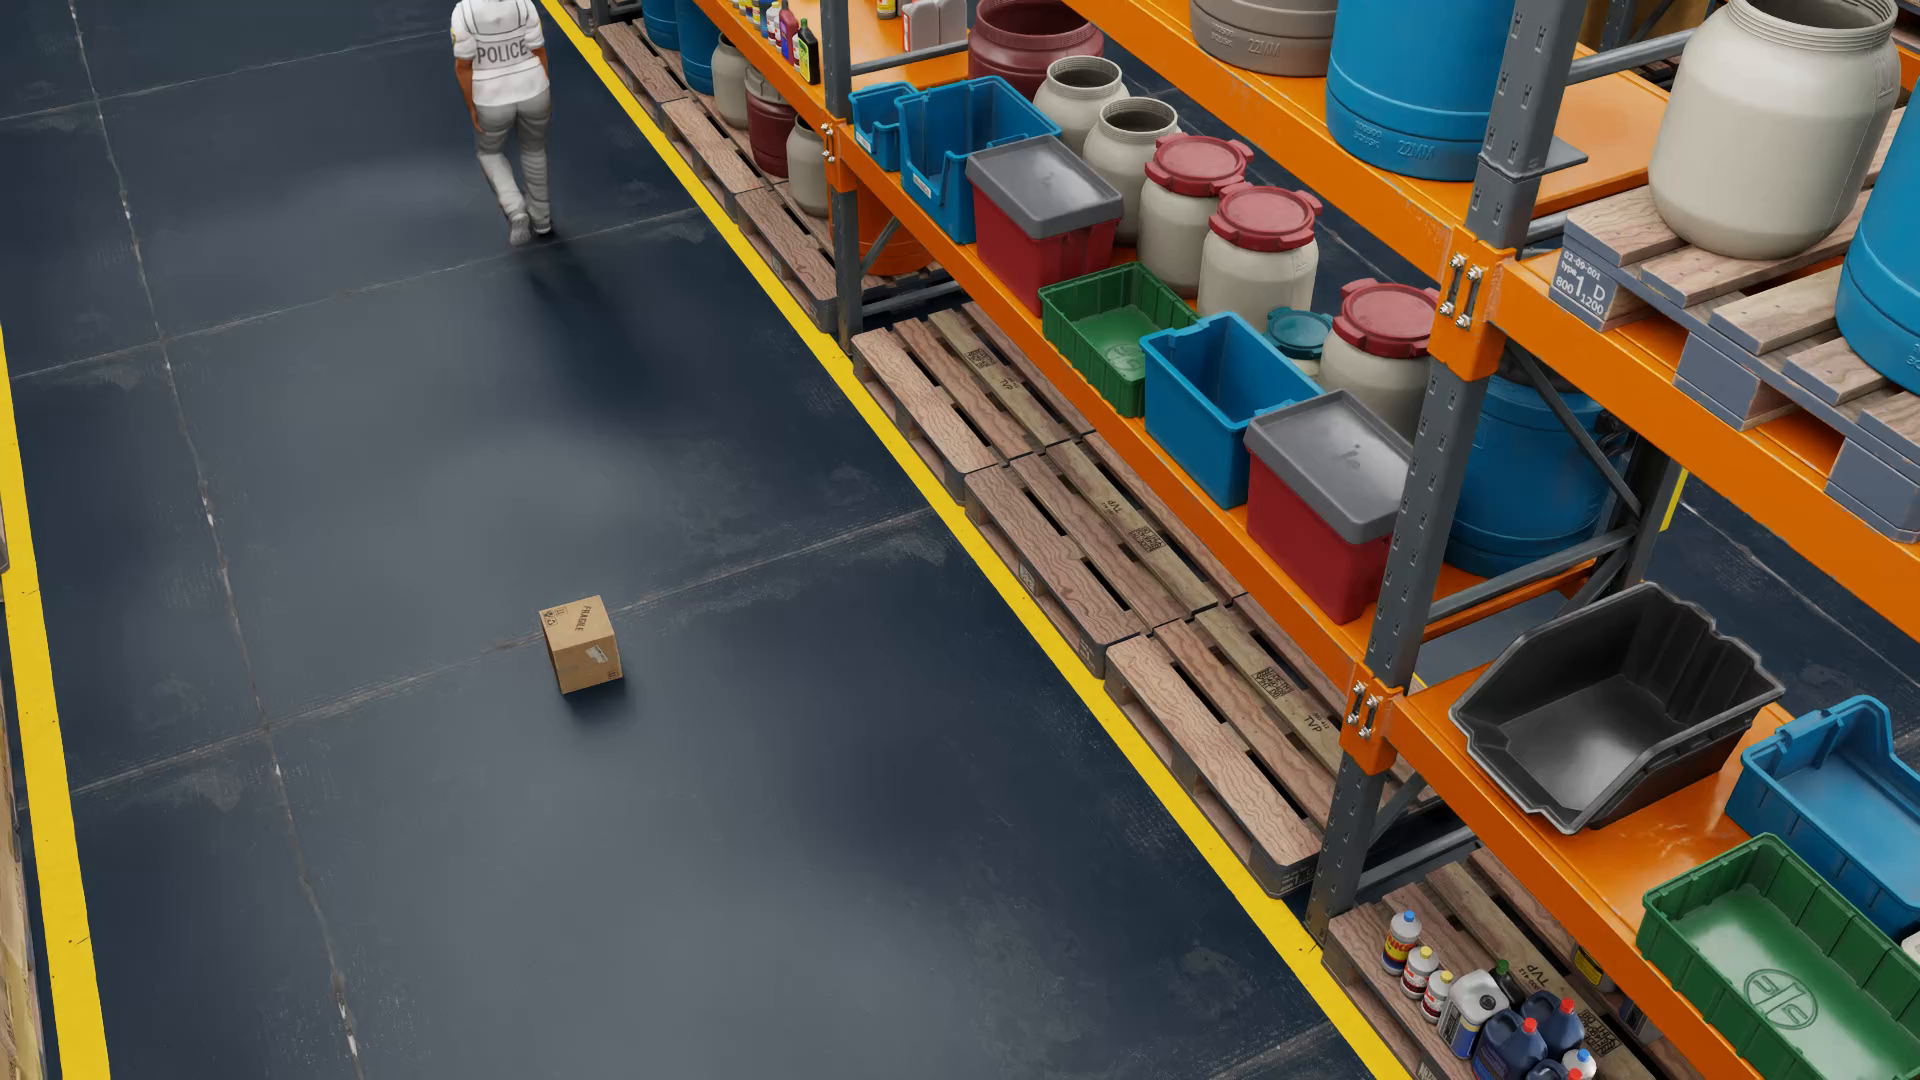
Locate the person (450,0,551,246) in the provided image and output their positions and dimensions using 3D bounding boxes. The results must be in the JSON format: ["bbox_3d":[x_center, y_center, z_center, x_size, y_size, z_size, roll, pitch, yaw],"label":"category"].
[{"bbox_3d":[-2.377,-2.319,8.750,0.478,1.640,0.577,-17,44,-18],"label":"person"}]
